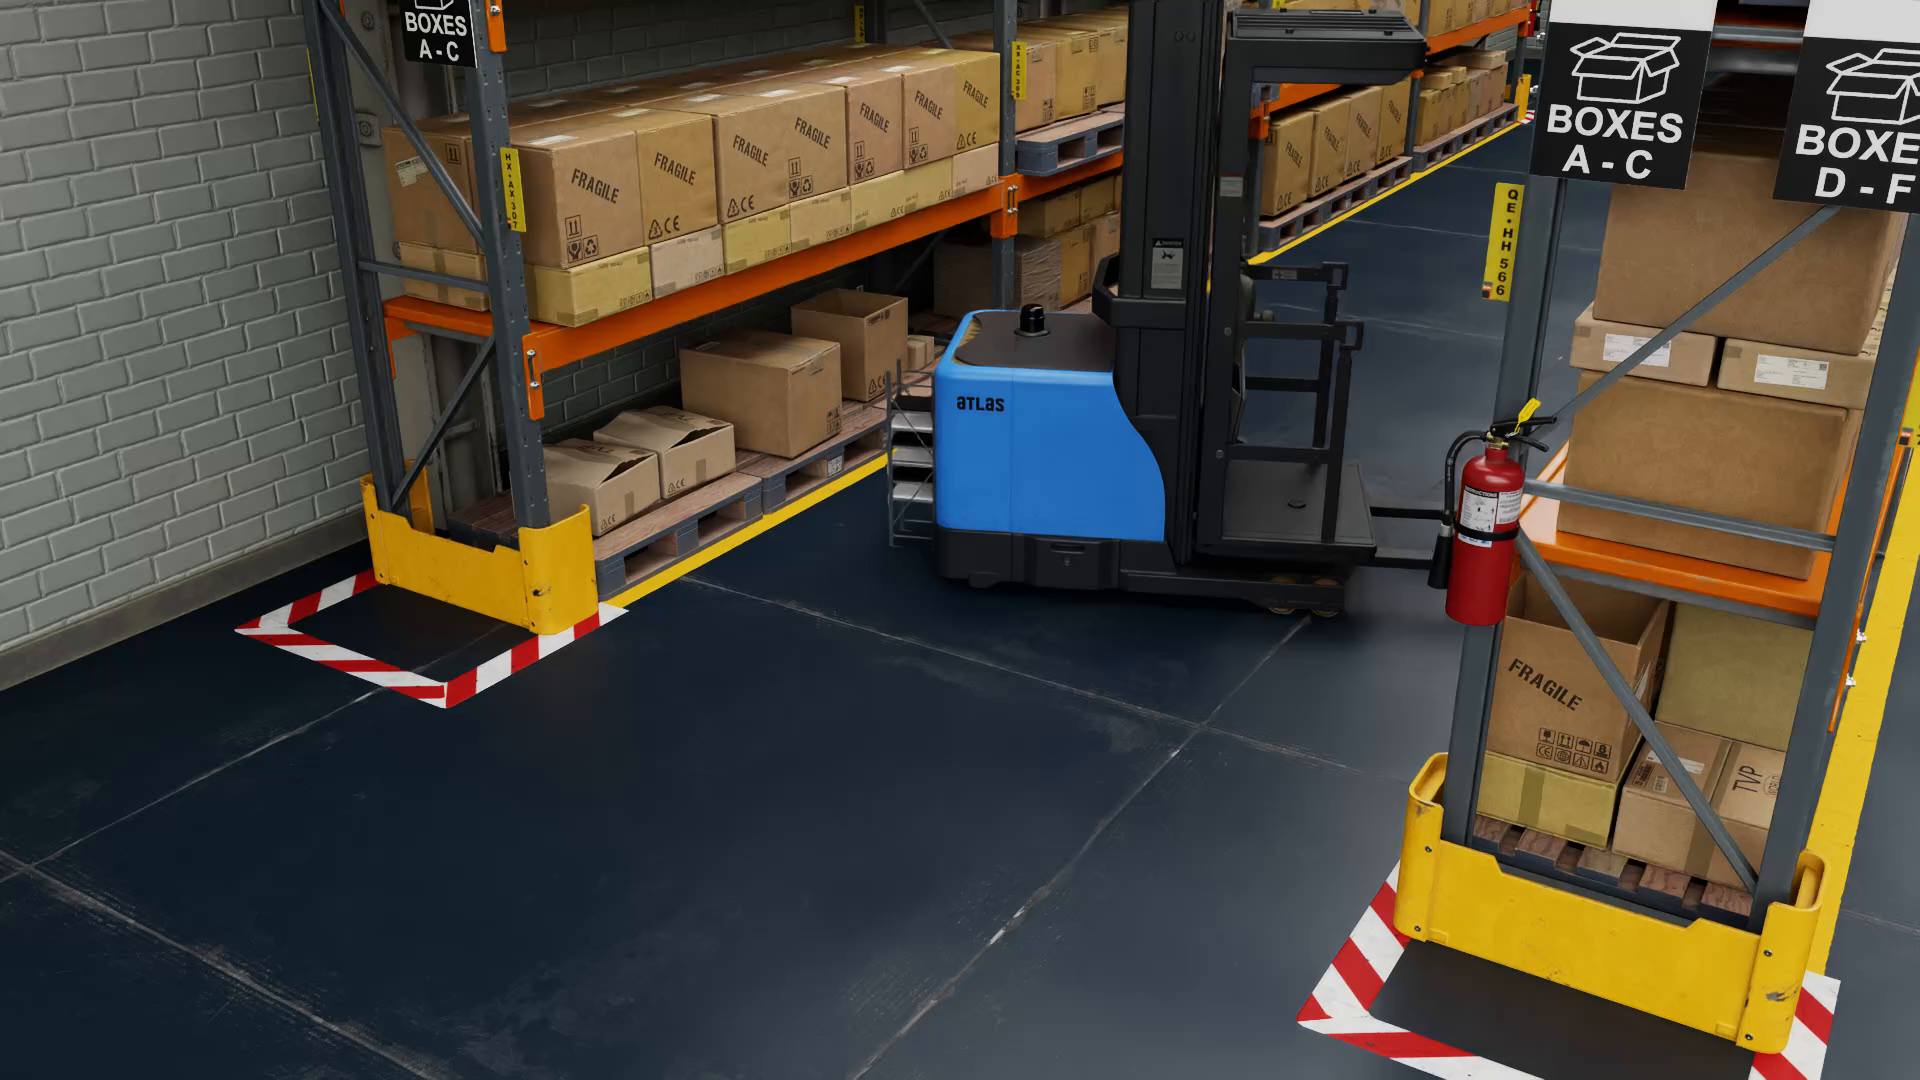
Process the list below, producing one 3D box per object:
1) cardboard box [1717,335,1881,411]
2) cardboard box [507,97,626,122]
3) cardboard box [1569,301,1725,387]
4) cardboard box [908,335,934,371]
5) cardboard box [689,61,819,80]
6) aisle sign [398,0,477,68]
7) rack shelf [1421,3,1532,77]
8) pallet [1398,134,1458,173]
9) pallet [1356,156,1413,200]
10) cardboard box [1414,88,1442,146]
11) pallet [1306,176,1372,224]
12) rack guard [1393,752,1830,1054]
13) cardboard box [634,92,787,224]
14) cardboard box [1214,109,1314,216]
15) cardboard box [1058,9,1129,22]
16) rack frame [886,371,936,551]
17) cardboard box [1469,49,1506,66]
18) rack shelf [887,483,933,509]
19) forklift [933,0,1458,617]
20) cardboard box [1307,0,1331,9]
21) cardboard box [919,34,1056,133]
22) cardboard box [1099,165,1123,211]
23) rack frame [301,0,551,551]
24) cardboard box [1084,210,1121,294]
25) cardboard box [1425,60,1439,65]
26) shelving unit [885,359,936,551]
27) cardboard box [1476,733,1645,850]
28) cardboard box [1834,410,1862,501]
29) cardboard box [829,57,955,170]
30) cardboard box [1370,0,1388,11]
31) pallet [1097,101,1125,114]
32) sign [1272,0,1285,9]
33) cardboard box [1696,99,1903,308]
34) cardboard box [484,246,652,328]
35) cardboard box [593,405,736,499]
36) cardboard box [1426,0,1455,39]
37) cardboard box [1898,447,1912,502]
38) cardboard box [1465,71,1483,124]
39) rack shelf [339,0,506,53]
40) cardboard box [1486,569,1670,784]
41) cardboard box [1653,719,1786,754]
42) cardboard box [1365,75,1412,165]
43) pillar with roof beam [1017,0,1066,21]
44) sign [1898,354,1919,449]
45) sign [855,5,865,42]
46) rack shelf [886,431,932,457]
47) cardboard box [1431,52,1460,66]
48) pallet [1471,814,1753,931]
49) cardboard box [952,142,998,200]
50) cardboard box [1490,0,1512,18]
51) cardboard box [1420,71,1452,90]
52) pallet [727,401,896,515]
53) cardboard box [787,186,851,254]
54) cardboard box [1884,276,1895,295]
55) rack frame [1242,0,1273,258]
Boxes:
[{"bbox_3d":[2.365,-0.498,4.682,0.380,0.149,0.250,14,27,29],"label":"cardboard box"},{"bbox_3d":[-1.893,-1.760,7.759,0.500,0.500,0.500,14,27,30],"label":"cardboard box"},{"bbox_3d":[2.015,-0.580,4.871,0.380,0.149,0.250,13,27,28],"label":"cardboard box"},{"bbox_3d":[-0.382,-1.169,10.187,0.380,0.166,0.250,10,25,22],"label":"cardboard box"},{"bbox_3d":[-1.094,-2.283,8.967,0.500,0.500,0.500,15,27,30],"label":"cardboard box"},{"bbox_3d":[-2.018,-2.210,6.307,0.394,0.787,0.004,14,27,29],"label":"aisle sign"},{"bbox_3d":[5.150,-5.499,18.082,1.077,0.370,4.000,14,27,29],"label":"rack shelf"},{"bbox_3d":[4.563,-4.115,17.489,1.003,0.211,1.213,14,27,29],"label":"pallet"},{"bbox_3d":[3.752,-3.598,16.296,1.003,0.211,1.213,14,27,29],"label":"pallet"},{"bbox_3d":[4.577,-4.431,17.327,0.700,0.500,0.500,14,27,30],"label":"cardboard box"},{"bbox_3d":[3.109,-3.185,15.341,1.003,0.211,1.213,14,27,29],"label":"pallet"},{"bbox_3d":[1.963,1.088,5.107,1.175,0.500,0.348,14,27,29],"label":"rack guard"},{"bbox_3d":[-1.181,-1.824,7.908,0.500,0.500,0.500,13,27,27],"label":"cardboard box"},{"bbox_3d":[2.484,-3.231,14.115,0.750,0.750,0.750,13,27,28],"label":"cardboard box"},{"bbox_3d":[1.107,-3.466,11.801,0.700,0.500,0.500,14,27,29],"label":"cardboard box"},{"bbox_3d":[-0.229,-0.370,7.972,0.240,0.900,0.006,5,24,11],"label":"rack frame"},{"bbox_3d":[6.008,-5.509,19.001,0.380,0.149,0.250,14,27,28],"label":"cardboard box"},{"bbox_3d":[-0.208,-0.214,8.148,0.258,0.077,0.200,5,24,11],"label":"rack shelf"},{"bbox_3d":[1.437,-1.227,7.395,3.031,2.935,1.130,3,24,8],"label":"forklift"},{"bbox_3d":[2.743,-4.281,13.837,0.500,0.500,0.500,15,28,31],"label":"cardboard box"},{"bbox_3d":[0.172,-2.866,10.416,0.700,0.500,0.500,14,27,29],"label":"cardboard box"},{"bbox_3d":[1.029,-2.595,12.118,0.500,0.250,0.500,14,27,29],"label":"cardboard box"},{"bbox_3d":[-2.235,-1.104,7.024,1.000,3.000,0.127,14,27,29],"label":"rack frame"},{"bbox_3d":[0.783,-2.109,11.940,0.700,0.500,0.500,14,27,30],"label":"cardboard box"},{"bbox_3d":[5.016,-5.161,18.197,0.380,0.149,0.250,13,27,28],"label":"cardboard box"},{"bbox_3d":[-0.208,-0.410,8.063,0.258,0.900,0.210,5,24,11],"label":"shelving unit"},{"bbox_3d":[2.007,0.759,5.653,0.500,0.250,0.500,14,27,29],"label":"cardboard box"},{"bbox_3d":[2.506,-0.446,5.379,0.700,0.500,0.500,15,27,30],"label":"cardboard box"},{"bbox_3d":[-0.370,-2.344,9.110,0.500,0.500,0.500,14,27,29],"label":"cardboard box"},{"bbox_3d":[3.533,-4.795,15.025,0.500,0.500,0.500,14,27,29],"label":"cardboard box"},{"bbox_3d":[0.976,-3.039,11.737,1.003,0.211,1.213,14,27,29],"label":"pallet"},{"bbox_3d":[2.451,-4.189,12.792,0.100,0.325,0.005,14,27,29],"label":"sign"},{"bbox_3d":[2.533,-1.060,5.164,0.700,0.500,0.500,13,27,28],"label":"cardboard box"},{"bbox_3d":[-1.708,-1.142,7.277,0.500,0.250,0.500,13,27,27],"label":"cardboard box"},{"bbox_3d":[-1.493,-0.479,8.412,0.500,0.311,0.500,16,28,33],"label":"cardboard box"},{"bbox_3d":[4.395,-5.471,16.736,0.980,0.700,0.700,14,27,30],"label":"cardboard box"},{"bbox_3d":[4.509,-0.432,8.405,0.500,0.250,0.500,13,27,28],"label":"cardboard box"},{"bbox_3d":[5.392,-4.954,18.535,0.700,0.500,0.500,13,27,27],"label":"cardboard box"},{"bbox_3d":[-1.180,-2.825,8.131,1.077,0.370,4.000,14,27,29],"label":"rack shelf"},{"bbox_3d":[2.006,0.414,5.505,0.500,0.500,0.500,14,27,29],"label":"cardboard box"},{"bbox_3d":[2.708,0.698,5.794,0.500,0.250,0.500,14,27,29],"label":"cardboard box"},{"bbox_3d":[3.863,-4.114,16.154,0.750,0.750,0.750,14,27,30],"label":"cardboard box"},{"bbox_3d":[4.222,-5.398,9.391,9.100,9.000,0.400,14,27,29],"label":"pillar with roof beam"},{"bbox_3d":[2.444,-0.382,4.168,0.100,0.325,0.005,14,27,29],"label":"sign"},{"bbox_3d":[-0.598,-3.100,10.179,0.100,0.325,0.005,14,27,29],"label":"sign"},{"bbox_3d":[-0.208,-0.462,8.041,0.258,0.077,0.200,5,24,11],"label":"rack shelf"},{"bbox_3d":[5.418,-5.419,18.793,0.380,0.149,0.250,14,27,29],"label":"cardboard box"},{"bbox_3d":[2.343,0.946,5.800,1.003,0.211,1.213,14,27,29],"label":"pallet"},{"bbox_3d":[-0.117,-2.171,9.653,0.500,0.250,0.500,14,27,29],"label":"cardboard box"},{"bbox_3d":[5.570,-6.220,18.464,0.980,0.700,0.700,14,27,29],"label":"cardboard box"},{"bbox_3d":[4.912,-4.806,17.377,0.380,0.149,0.250,15,28,31],"label":"cardboard box"},{"bbox_3d":[-1.092,-0.527,9.201,1.003,0.211,1.213,14,27,29],"label":"pallet"},{"bbox_3d":[-0.904,-1.662,8.476,0.500,0.250,0.500,14,27,29],"label":"cardboard box"},{"bbox_3d":[2.770,-0.756,5.279,0.380,0.149,0.250,13,27,28],"label":"cardboard box"},{"bbox_3d":[1.985,-3.804,13.262,1.000,3.000,0.127,14,27,29],"label":"rack frame"}]
